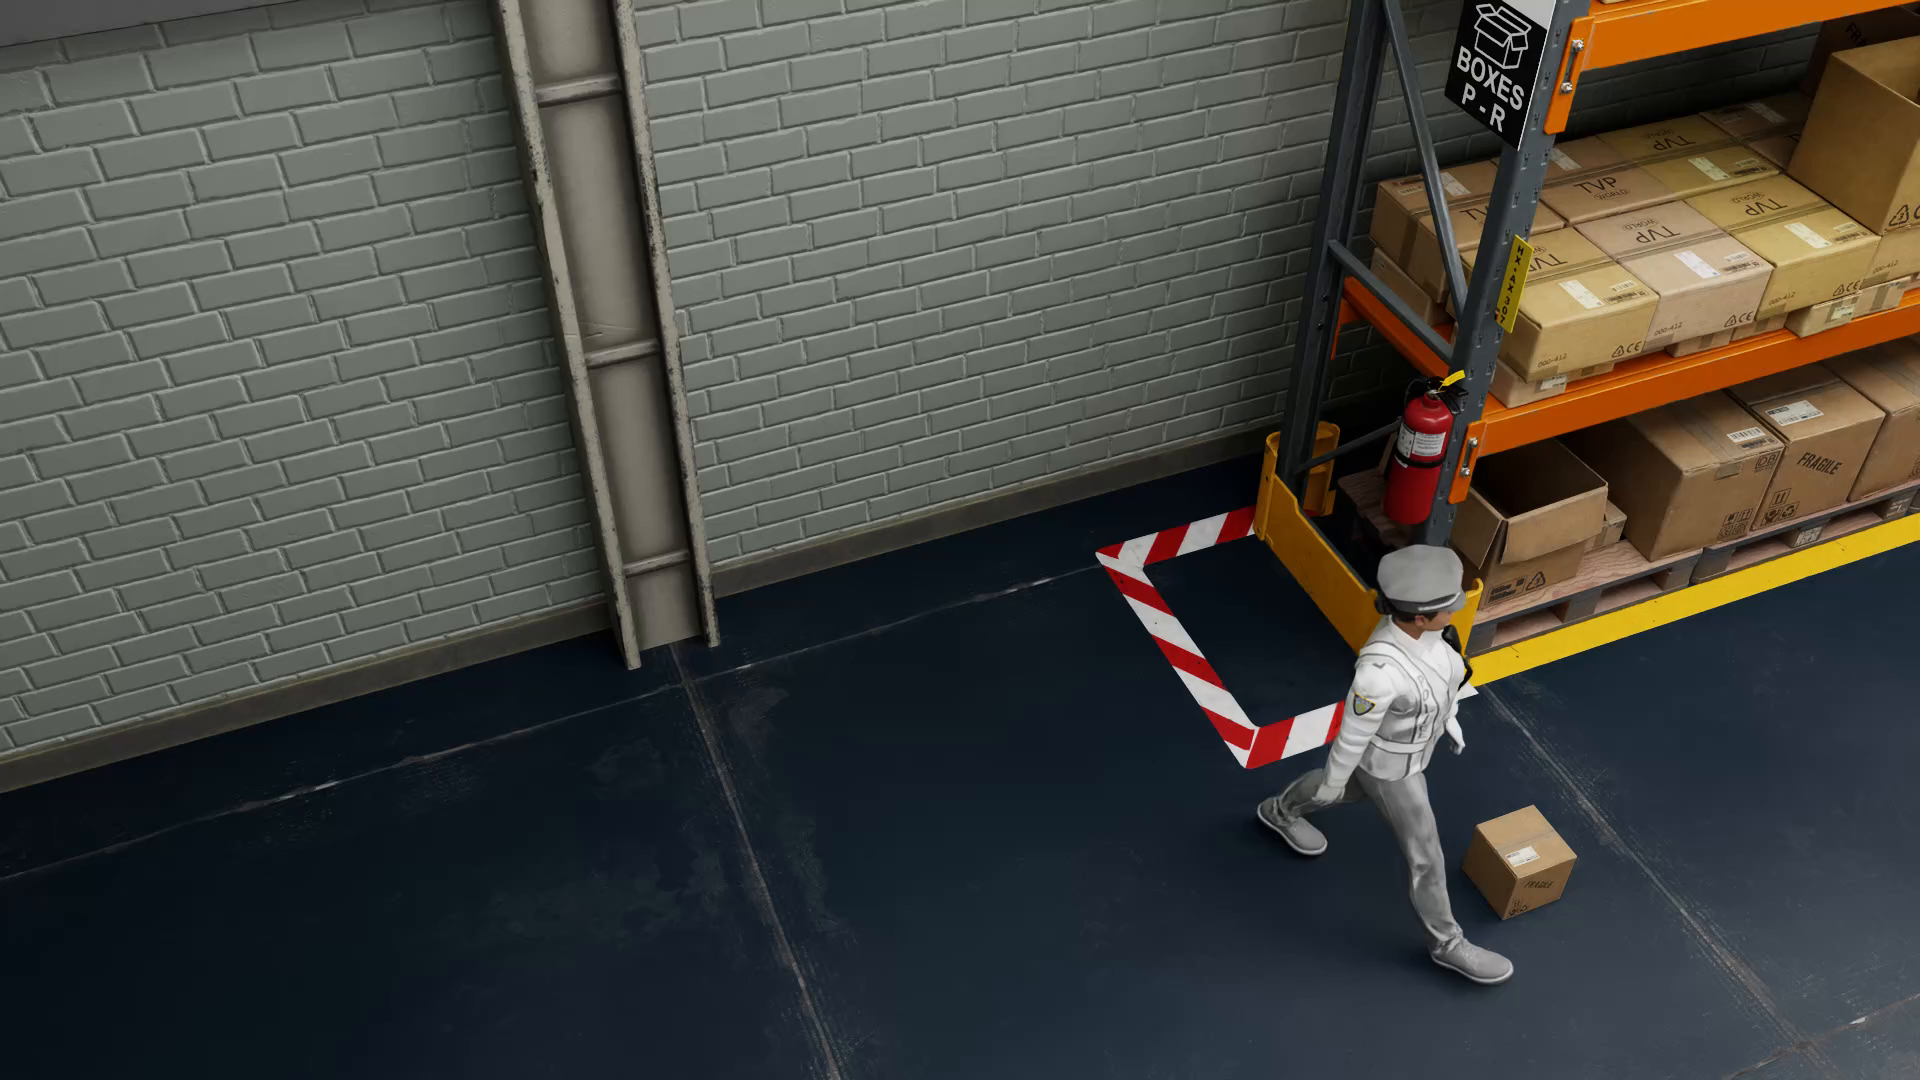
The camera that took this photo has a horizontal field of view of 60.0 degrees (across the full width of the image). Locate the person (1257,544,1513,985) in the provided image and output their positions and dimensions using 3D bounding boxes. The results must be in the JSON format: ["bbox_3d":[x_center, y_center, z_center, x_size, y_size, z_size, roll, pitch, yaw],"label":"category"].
[{"bbox_3d":[14.347,-0.848,3.939,23.381,5.845,13.221,21,46,22],"label":"person"}]
